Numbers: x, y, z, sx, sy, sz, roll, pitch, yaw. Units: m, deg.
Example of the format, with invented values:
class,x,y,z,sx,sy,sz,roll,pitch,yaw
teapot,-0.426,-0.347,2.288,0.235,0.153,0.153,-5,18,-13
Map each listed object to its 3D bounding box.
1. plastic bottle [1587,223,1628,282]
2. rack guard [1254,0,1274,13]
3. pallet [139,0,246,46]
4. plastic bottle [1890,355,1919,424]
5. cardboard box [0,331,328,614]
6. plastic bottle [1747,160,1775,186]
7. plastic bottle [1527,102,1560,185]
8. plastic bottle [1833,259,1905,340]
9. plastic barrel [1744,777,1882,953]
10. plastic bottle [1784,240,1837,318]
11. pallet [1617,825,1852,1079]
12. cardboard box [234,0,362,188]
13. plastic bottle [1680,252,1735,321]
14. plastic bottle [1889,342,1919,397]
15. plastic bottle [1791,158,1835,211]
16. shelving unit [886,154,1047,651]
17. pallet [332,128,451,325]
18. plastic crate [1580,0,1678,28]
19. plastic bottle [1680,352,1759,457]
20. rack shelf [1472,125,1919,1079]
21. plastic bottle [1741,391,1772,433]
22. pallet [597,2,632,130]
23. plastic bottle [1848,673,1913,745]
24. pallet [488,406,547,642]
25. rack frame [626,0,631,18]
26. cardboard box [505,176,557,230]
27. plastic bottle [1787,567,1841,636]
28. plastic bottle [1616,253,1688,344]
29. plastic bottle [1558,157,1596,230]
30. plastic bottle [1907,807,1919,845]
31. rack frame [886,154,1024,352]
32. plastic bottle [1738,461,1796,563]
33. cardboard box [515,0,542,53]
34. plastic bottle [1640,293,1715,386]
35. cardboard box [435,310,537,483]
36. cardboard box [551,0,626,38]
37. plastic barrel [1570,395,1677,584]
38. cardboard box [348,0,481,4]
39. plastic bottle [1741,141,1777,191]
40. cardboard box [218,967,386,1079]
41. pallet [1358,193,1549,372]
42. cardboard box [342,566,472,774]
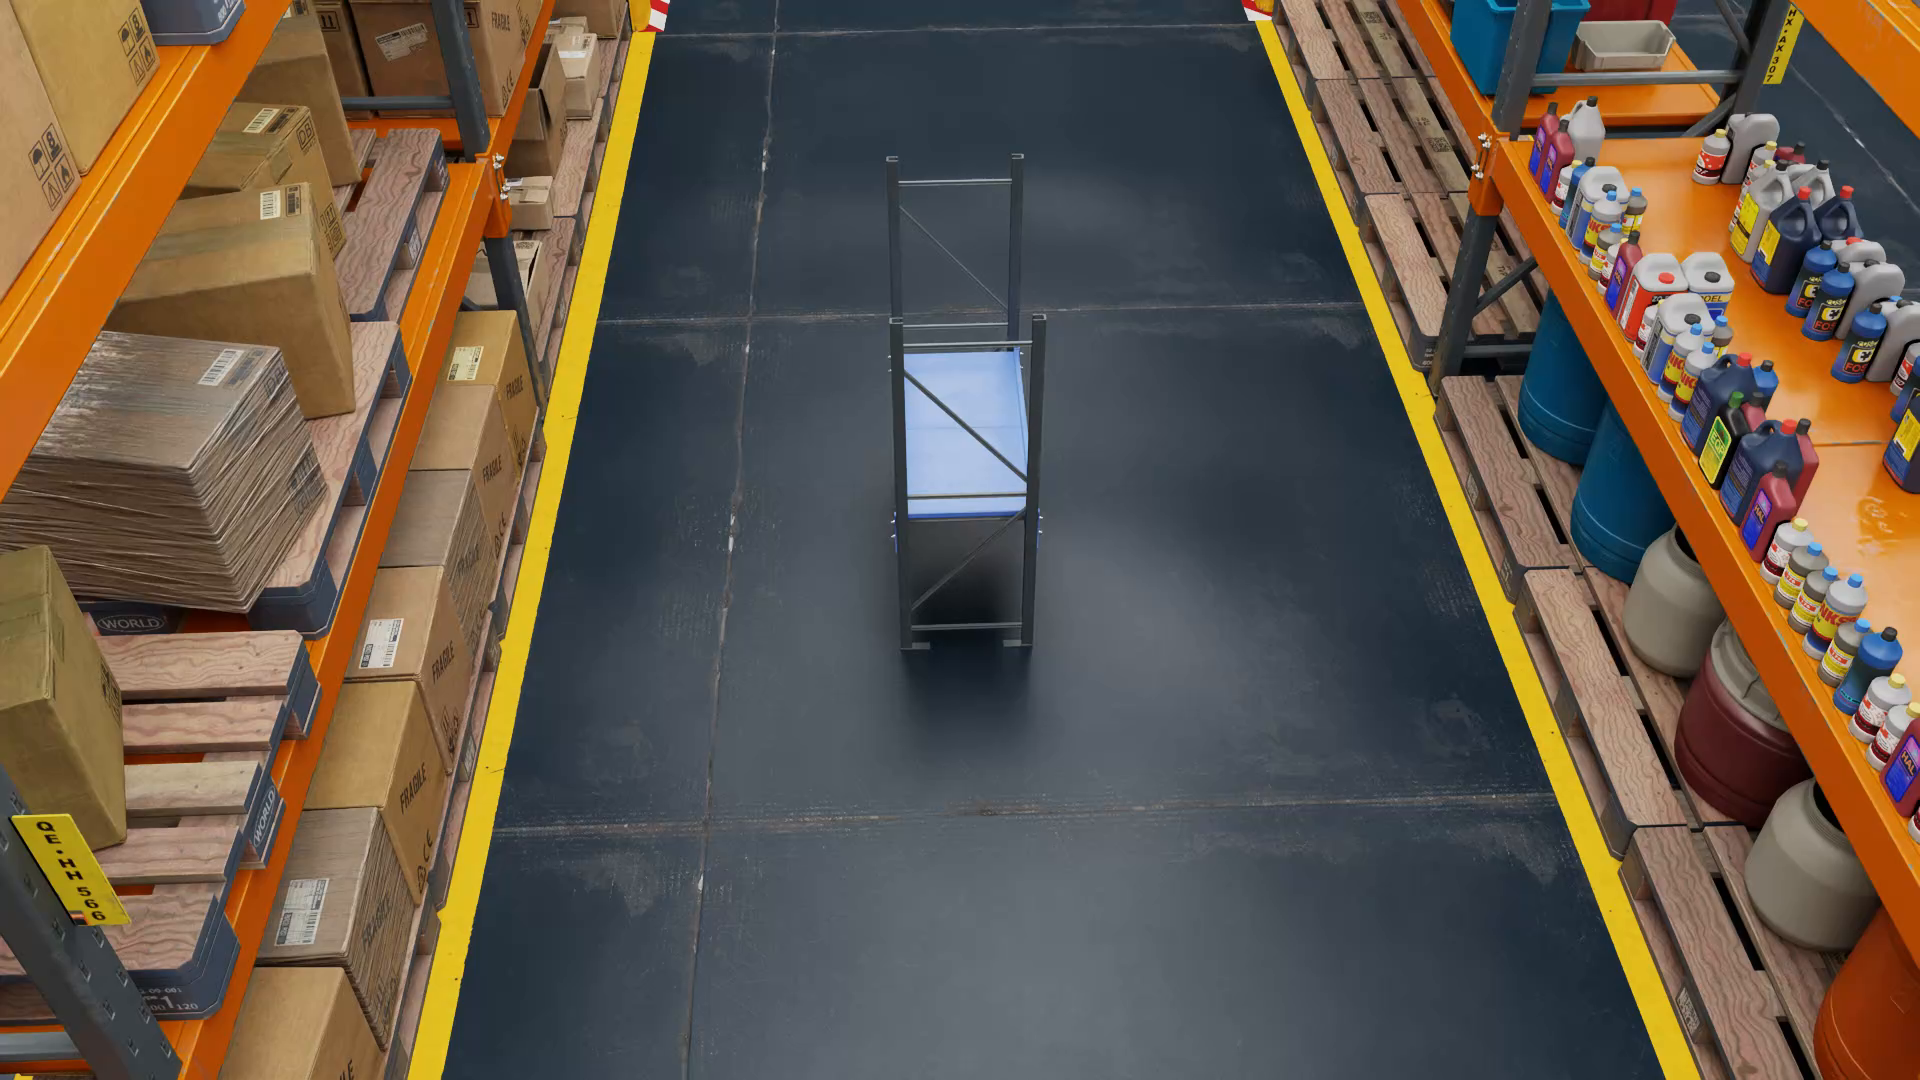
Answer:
class,x,y,z,sx,sy,sz,roll,pitch,yaw
plastic bottle,2.253,-1.005,5.773,0.097,0.201,0.097,0,43,0
rack guard,2.433,-3.588,10.294,1.175,0.500,0.348,-2,43,-2
pallet,-2.328,-1.548,4.138,1.213,0.211,1.003,-2,43,-2
plastic bottle,2.986,-0.485,5.154,0.097,0.271,0.097,0,43,0
cardboard box,-2.150,-0.189,4.352,0.700,0.500,0.500,6,43,6
plastic bottle,2.933,-1.294,6.088,0.097,0.201,0.097,0,43,0
plastic bottle,2.206,-1.490,6.242,0.061,0.283,0.133,-2,43,-2
plastic bottle,2.999,-0.813,5.508,0.152,0.276,0.135,-2,43,-2
plastic barrel,2.635,0.961,5.012,0.421,0.512,0.421,0,43,0
plastic bottle,2.869,-0.886,5.591,0.097,0.271,0.097,0,43,0
pallet,2.711,1.404,5.062,1.003,0.211,1.213,-2,43,-2
cardboard box,-2.536,-1.519,5.802,0.700,0.500,0.500,-15,45,-16
plastic bottle,2.447,-0.803,5.498,0.152,0.276,0.135,-2,43,-2
plastic bottle,3.041,-0.551,5.278,0.097,0.201,0.097,0,43,0
plastic bottle,2.983,-1.164,5.836,0.144,0.351,0.185,-2,43,-2
shelving unit,0.004,-0.495,6.180,0.538,1.500,1.048,-2,43,-2
pallet,-2.408,-1.040,5.807,1.003,0.211,1.213,-2,43,-2
plastic crate,2.829,-2.449,7.110,0.402,0.464,0.583,-2,43,-2
plastic bottle,2.316,-0.430,5.036,0.144,0.351,0.185,-2,43,-2
rack shelf,2.702,-0.178,5.256,1.077,0.370,4.000,-2,43,-2
plastic bottle,2.342,-0.299,4.942,0.061,0.283,0.133,-2,43,-2
pallet,-2.464,-2.736,9.579,1.003,0.211,1.213,-2,43,-2
plastic bottle,2.342,0.420,4.219,0.097,0.201,0.097,0,43,0
pallet,-2.260,-0.077,6.678,1.003,0.211,1.213,-2,43,-2
rack frame,-2.502,-4.354,9.280,1.000,3.000,0.127,-2,43,-2
cardboard box,-2.181,-1.644,8.095,0.380,0.166,0.250,-2,43,-2
plastic bottle,2.326,0.157,4.506,0.097,0.201,0.097,0,43,0
plastic bottle,2.295,-0.799,5.493,0.152,0.276,0.135,-2,43,-2
plastic bottle,2.239,-1.253,5.992,0.097,0.271,0.097,0,43,0
plastic bottle,2.356,0.641,3.977,0.097,0.201,0.097,0,43,0
rack frame,-0.018,-0.838,6.555,0.500,1.500,0.032,-2,43,-2
plastic bottle,2.295,-0.082,4.706,0.061,0.283,0.133,-2,43,-2
cardboard box,-2.107,-2.388,7.061,0.500,0.500,0.500,-1,43,-1
plastic bottle,2.305,-0.642,5.323,0.152,0.276,0.135,-2,43,-2
cardboard box,-2.025,-0.569,6.675,0.500,0.500,0.500,-2,43,-2
cardboard box,-2.233,-3.234,9.583,0.500,0.500,0.500,-2,43,-2
plastic barrel,2.653,-0.328,6.131,0.600,0.901,0.708,-2,43,-2
cardboard box,-2.071,-2.385,6.318,0.500,0.500,0.500,-1,43,-1
plastic bottle,2.989,-1.385,6.189,0.097,0.201,0.097,0,43,0
cardboard box,-1.896,1.491,4.428,0.500,0.500,0.500,0,43,0
pallet,2.547,-1.260,7.969,1.003,0.211,1.213,-2,43,-2
cardboard box,-1.968,0.447,5.567,0.500,0.500,0.500,-3,43,-3
